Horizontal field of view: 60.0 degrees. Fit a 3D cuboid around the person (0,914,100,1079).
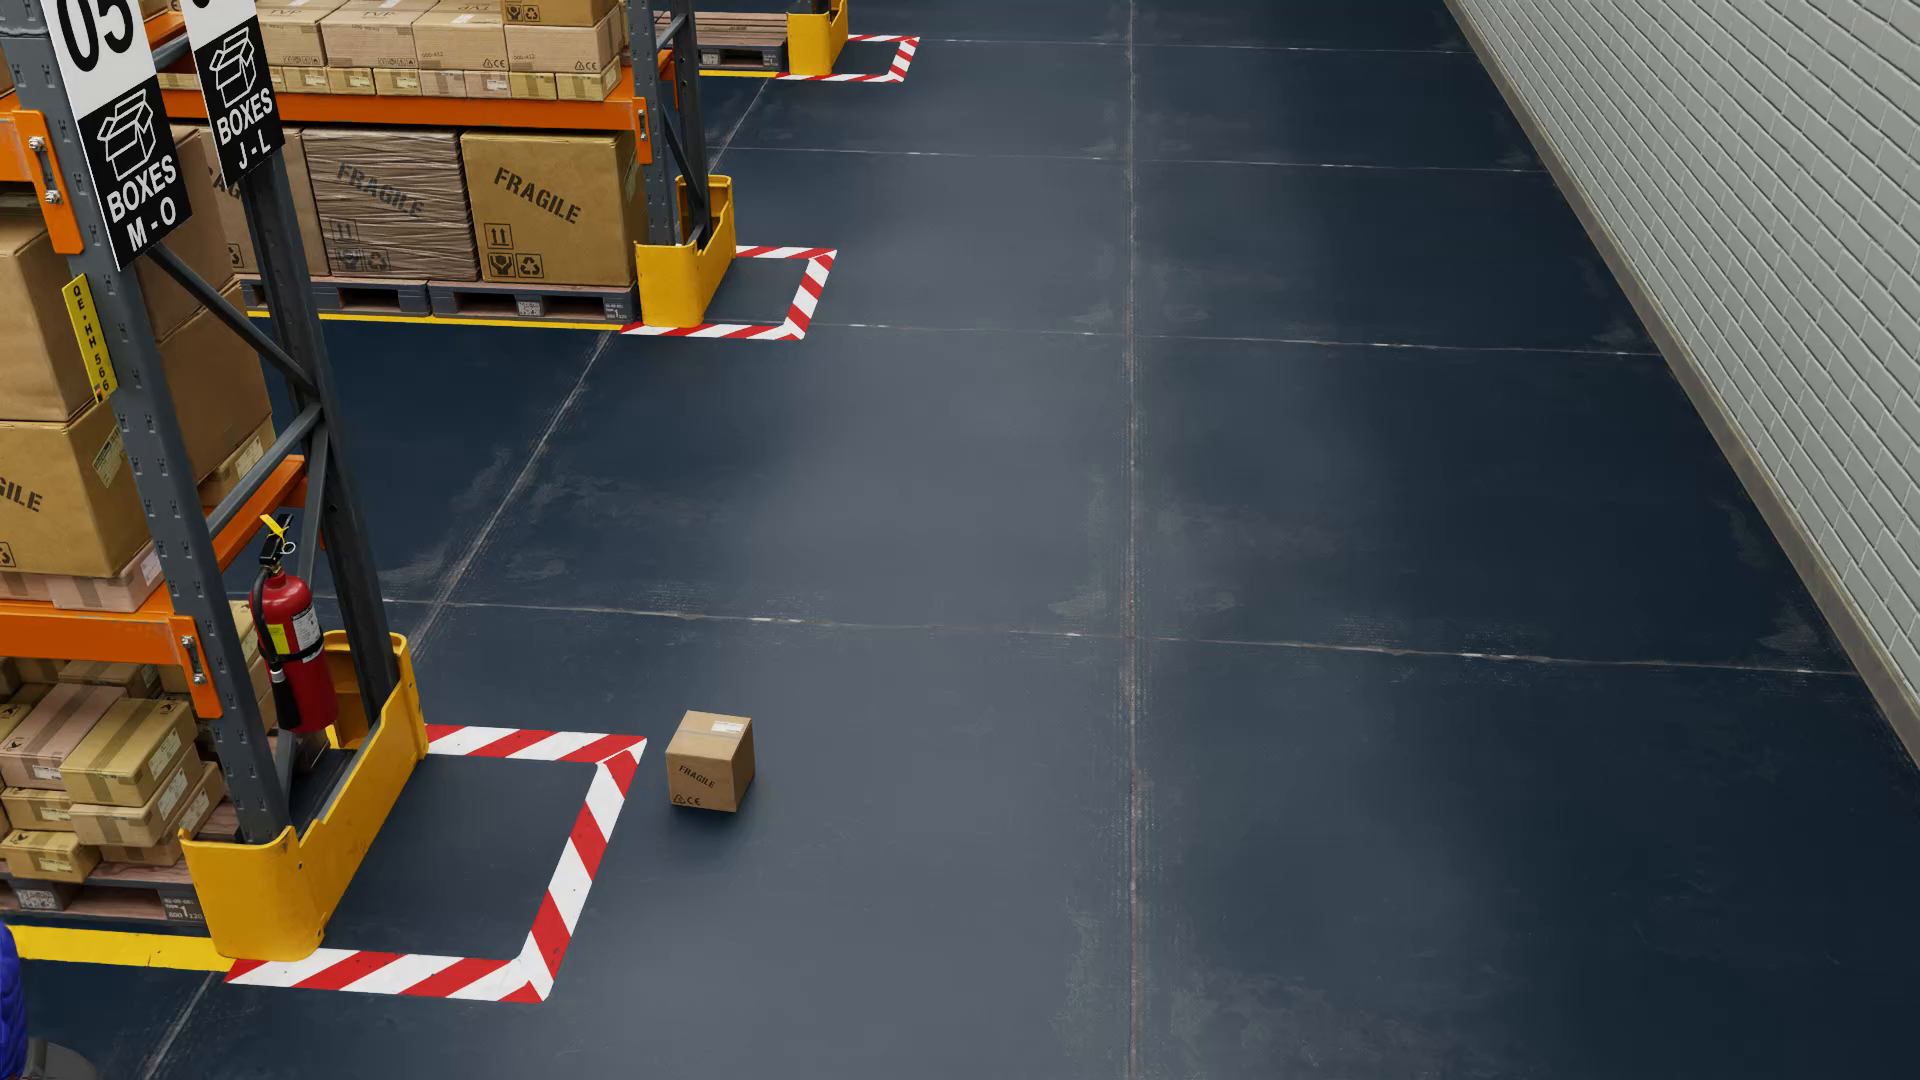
[{"bbox_3d":[-2.202,1.412,3.919,0.598,1.706,0.534,-9,33,-14],"label":"person"}]
